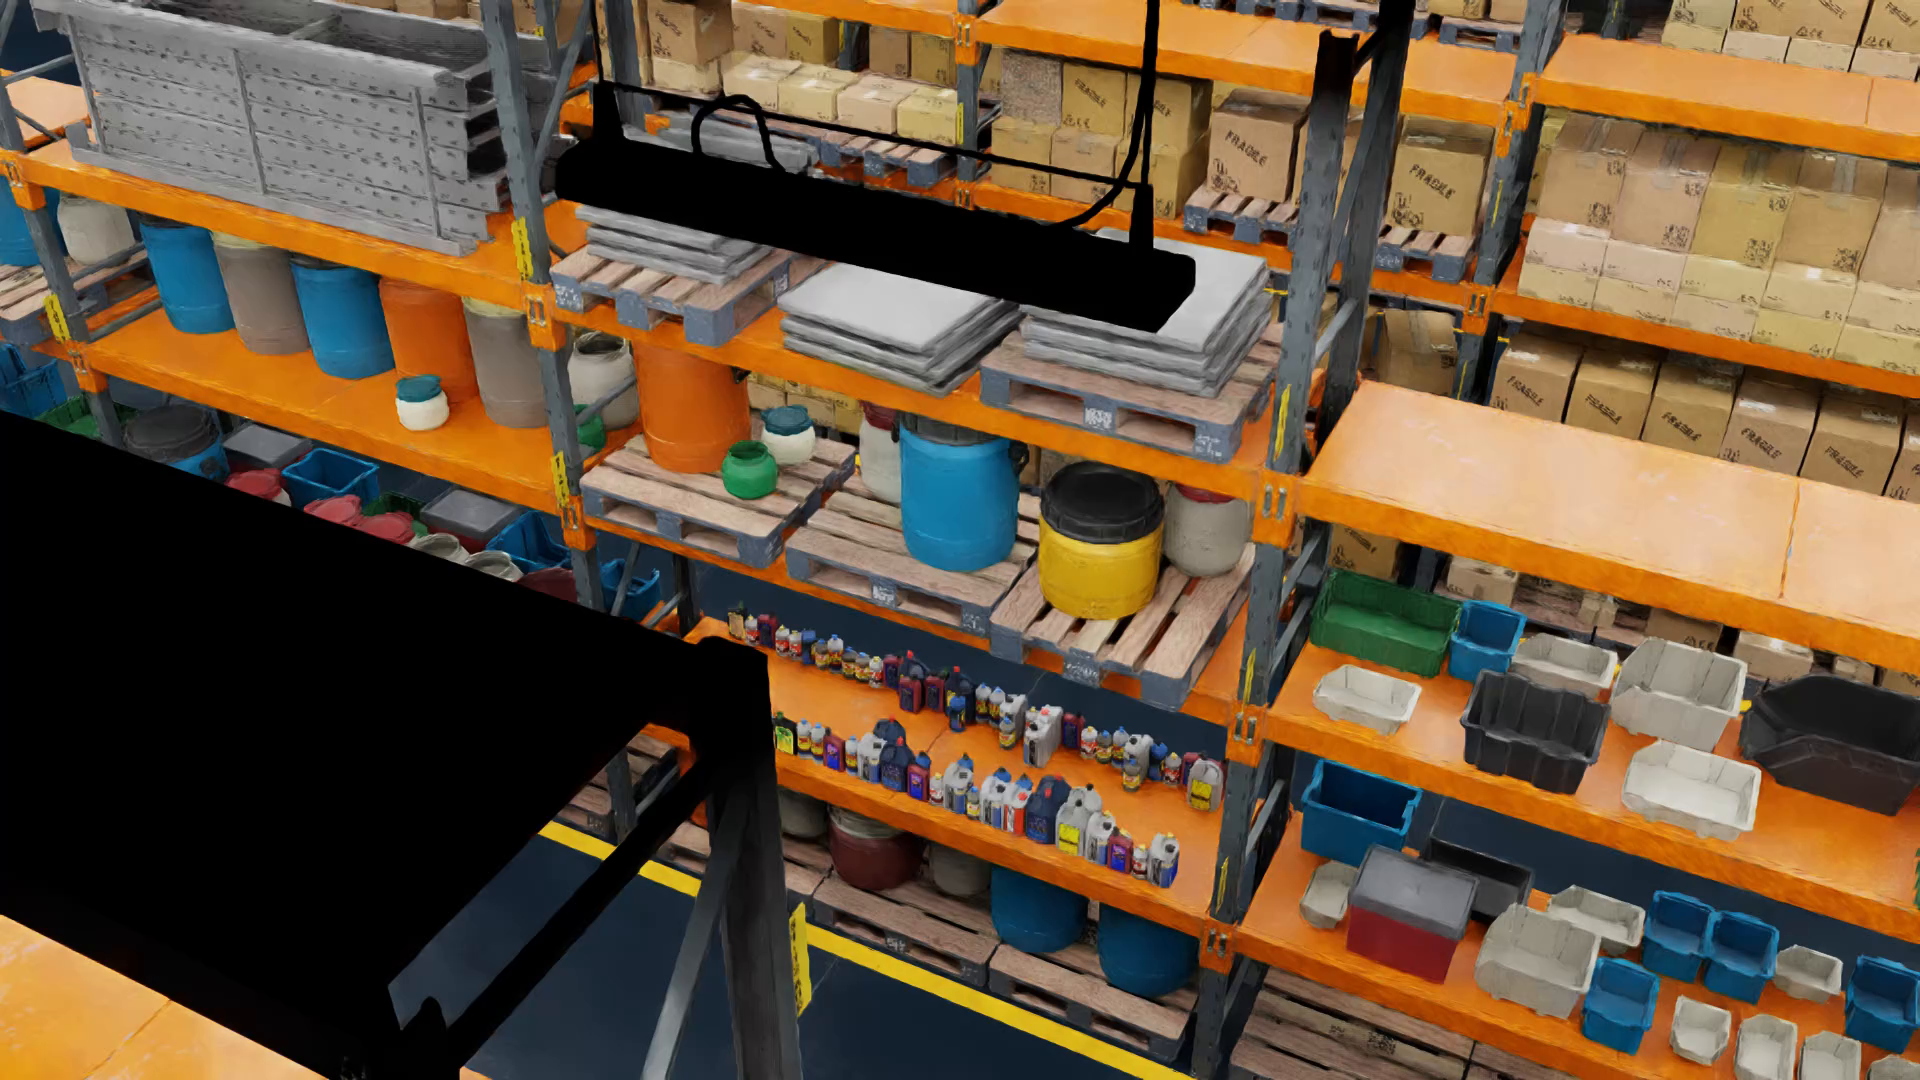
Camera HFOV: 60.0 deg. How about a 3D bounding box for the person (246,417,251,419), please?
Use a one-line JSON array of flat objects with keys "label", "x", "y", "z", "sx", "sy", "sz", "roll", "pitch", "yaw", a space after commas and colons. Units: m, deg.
[{"label": "person", "x": -6.213, "y": -1.825, "z": 15.128, "sx": 0.881, "sy": 1.537, "sz": 0.453, "roll": 2, "pitch": 35, "yaw": 4}]
